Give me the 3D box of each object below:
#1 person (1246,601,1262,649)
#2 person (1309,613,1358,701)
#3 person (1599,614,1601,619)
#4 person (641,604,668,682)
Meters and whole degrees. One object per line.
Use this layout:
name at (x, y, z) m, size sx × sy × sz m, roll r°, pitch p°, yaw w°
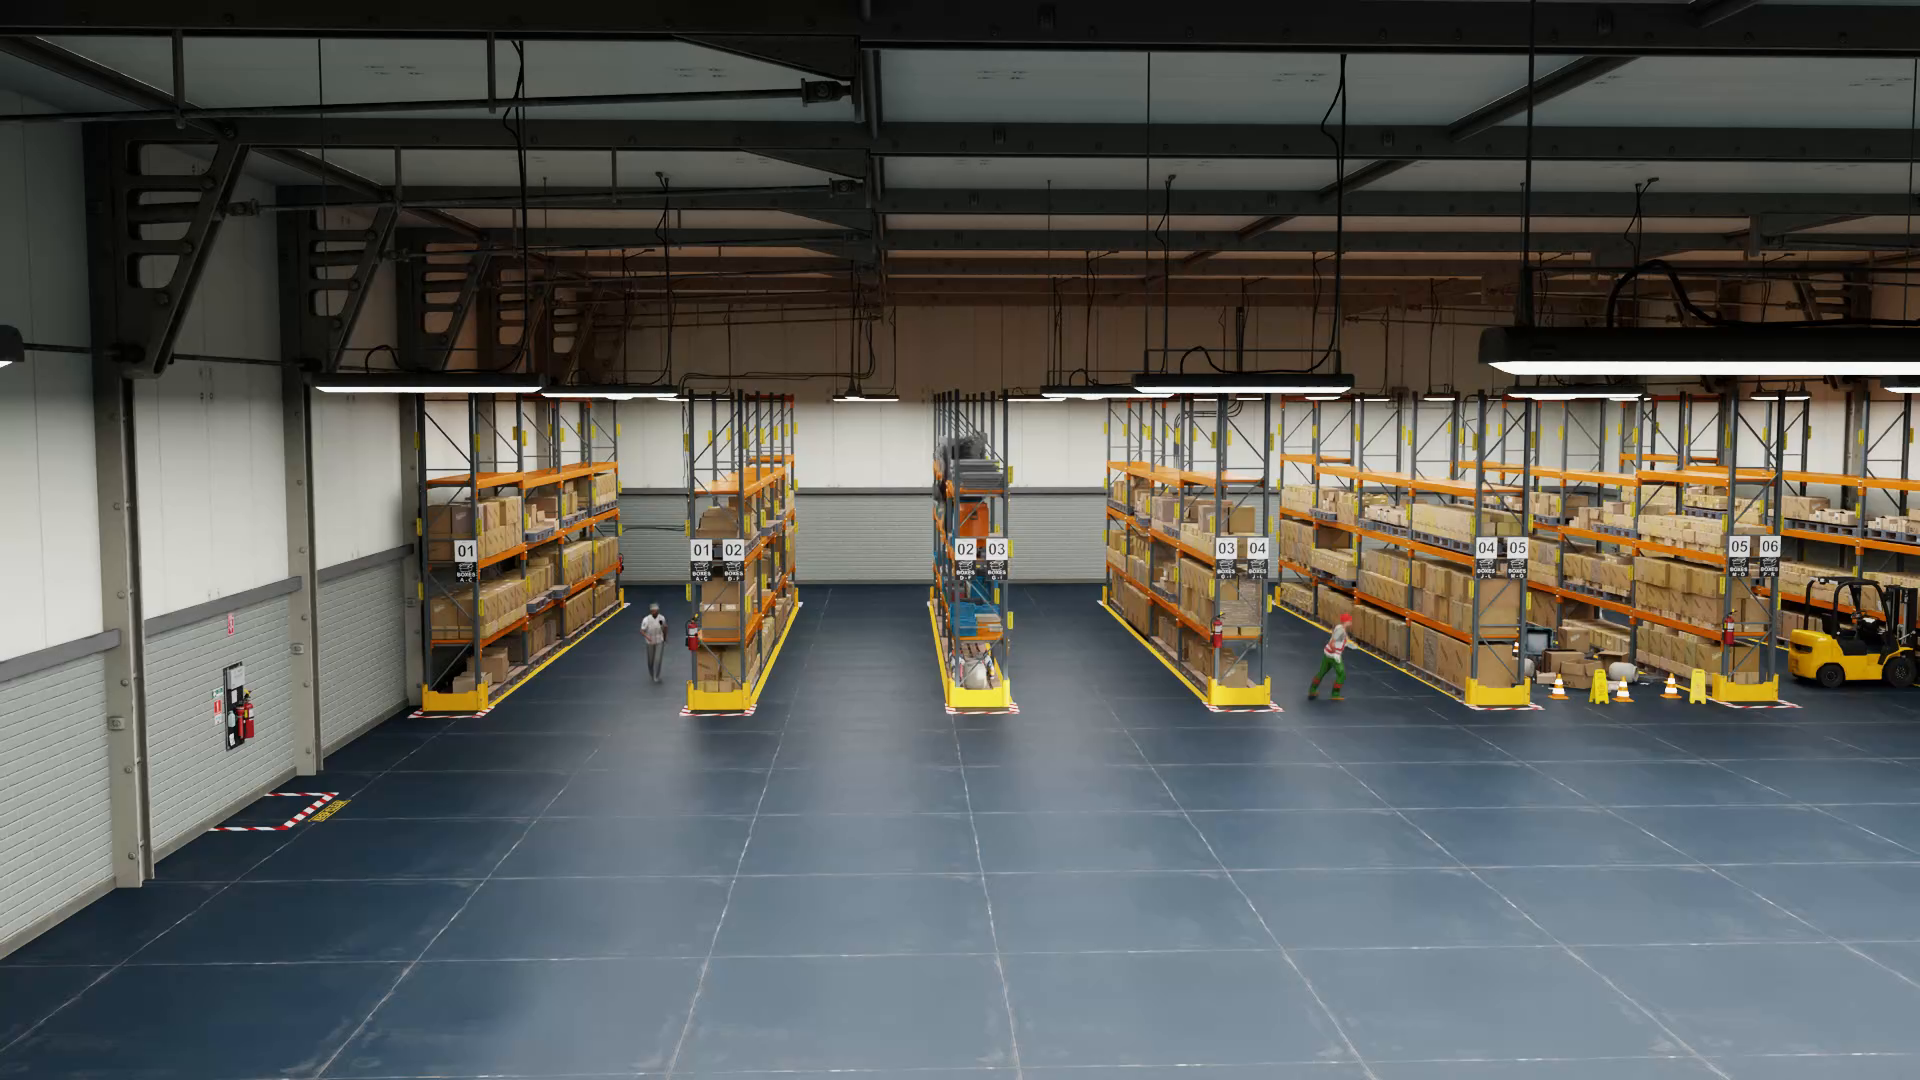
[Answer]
person at (6.856, 1.688, 38.588) m, size 0.657 × 1.737 × 0.648 m, roll -1°, pitch 5°, yaw -7°
person at (7.259, 2.257, 32.221) m, size 0.914 × 1.707 × 0.700 m, roll 0°, pitch 5°, yaw 2°
person at (16.323, 1.335, 43.153) m, size 0.687 × 1.752 × 0.995 m, roll 0°, pitch 5°, yaw -4°
person at (-6.334, 2.112, 34.470) m, size 0.570 × 1.635 × 0.724 m, roll -1°, pitch 5°, yaw -14°
